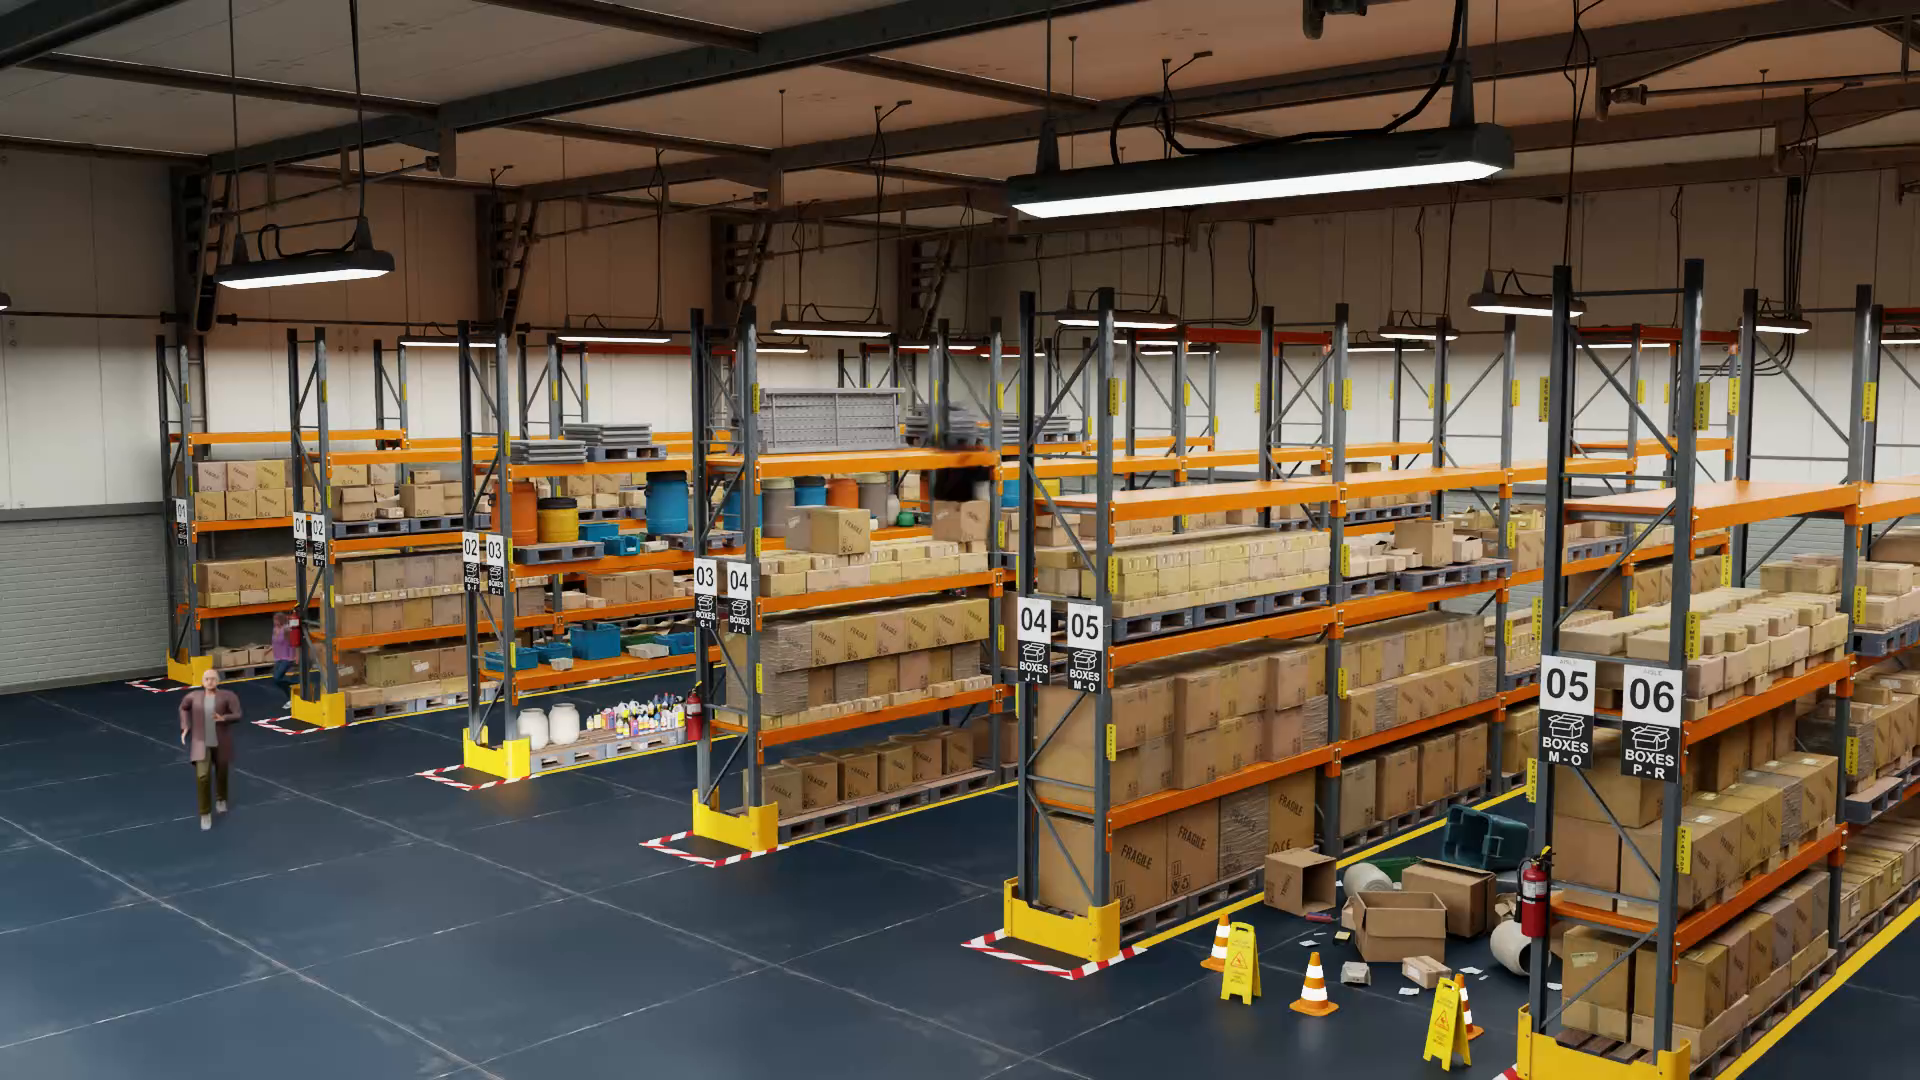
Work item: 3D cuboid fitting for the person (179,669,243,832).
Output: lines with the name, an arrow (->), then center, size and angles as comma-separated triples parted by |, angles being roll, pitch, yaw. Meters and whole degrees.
person -> -8.818, 2.429, 19.610 | 0.681, 1.837, 0.903 | -2, 6, -25

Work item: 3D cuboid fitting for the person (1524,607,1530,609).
person -> 9.164, 1.865, 26.759 | 0.761, 1.620, 0.613 | -5, 8, -45

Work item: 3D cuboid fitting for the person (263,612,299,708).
person -> -10.791, 1.965, 26.491 | 0.553, 1.460, 0.549 | 4, 7, 35
